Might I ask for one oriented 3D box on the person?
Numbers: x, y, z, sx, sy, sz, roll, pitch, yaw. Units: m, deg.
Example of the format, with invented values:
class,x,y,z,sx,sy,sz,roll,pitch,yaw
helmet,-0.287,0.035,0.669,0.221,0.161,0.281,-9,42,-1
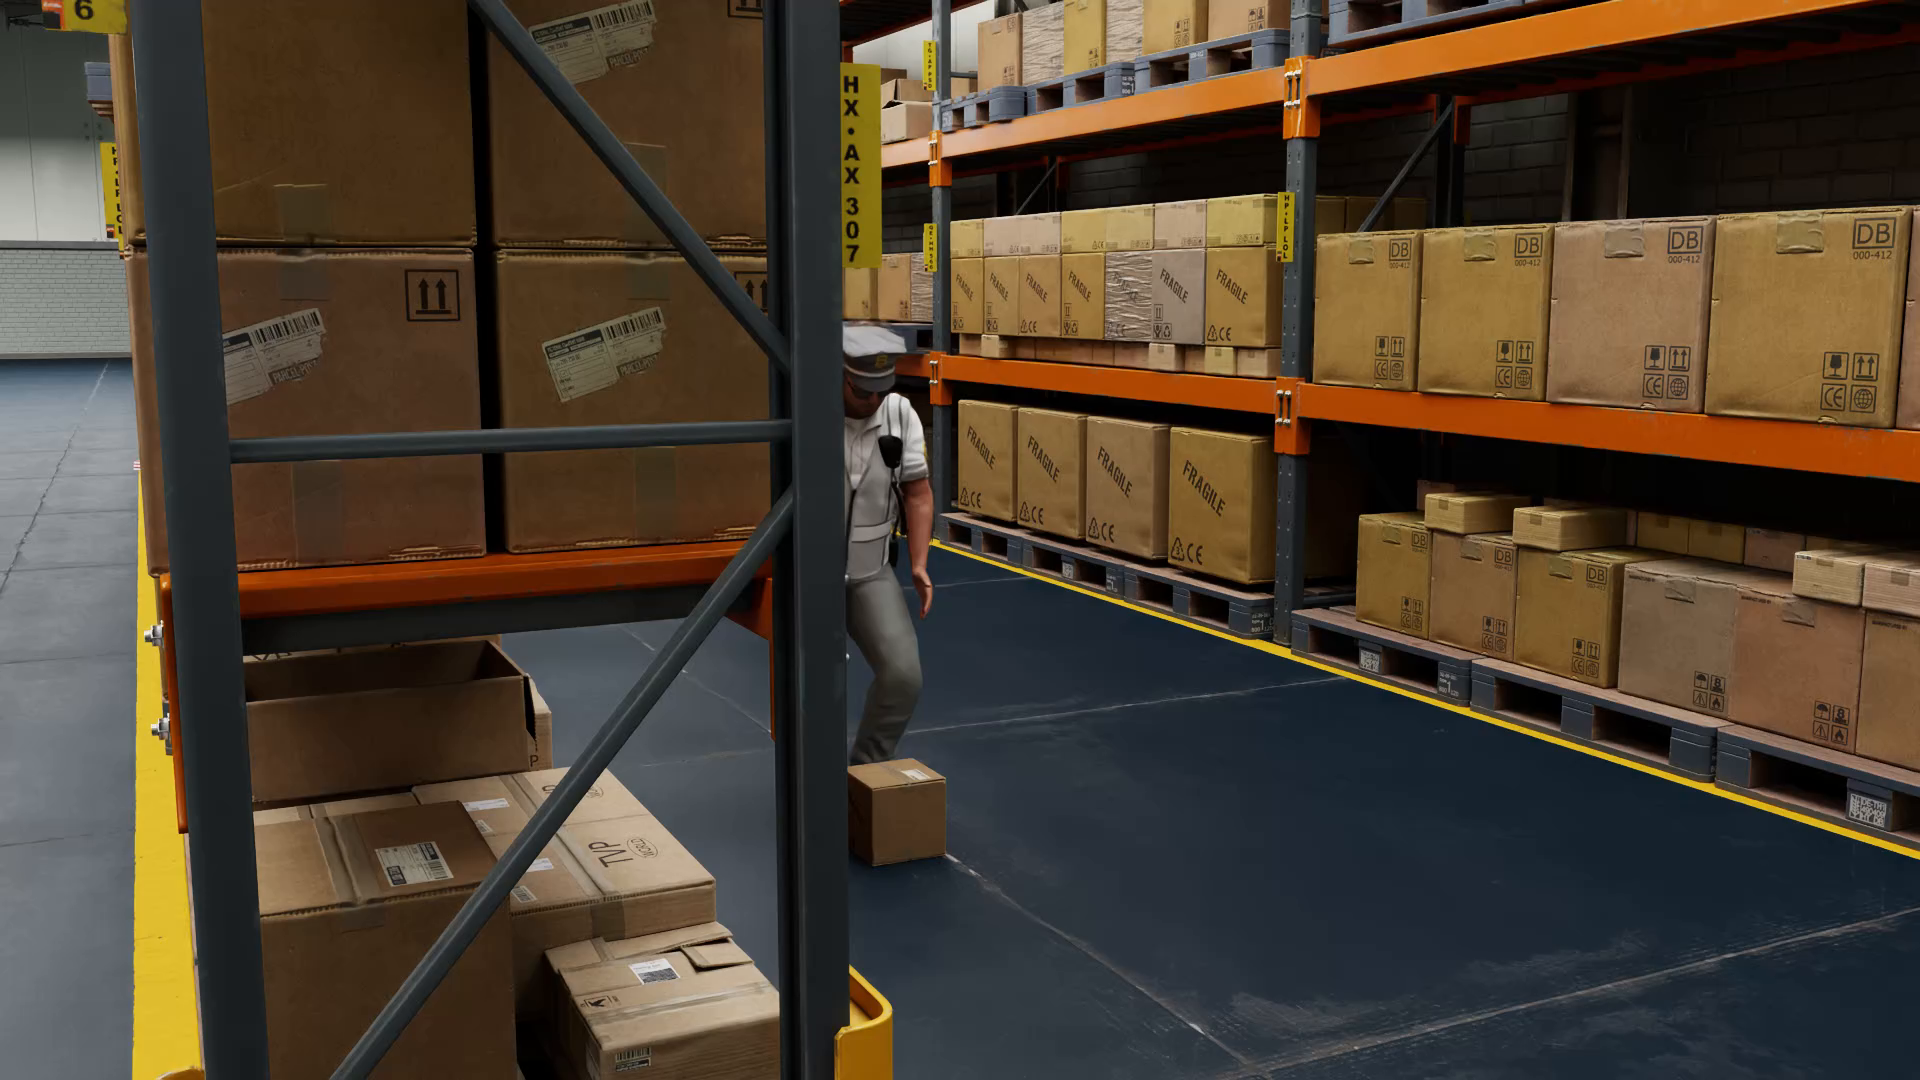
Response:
class,x,y,z,sx,sy,sz,roll,pitch,yaw
person,-0.367,0.107,5.546,0.575,1.633,0.609,-3,9,-22
